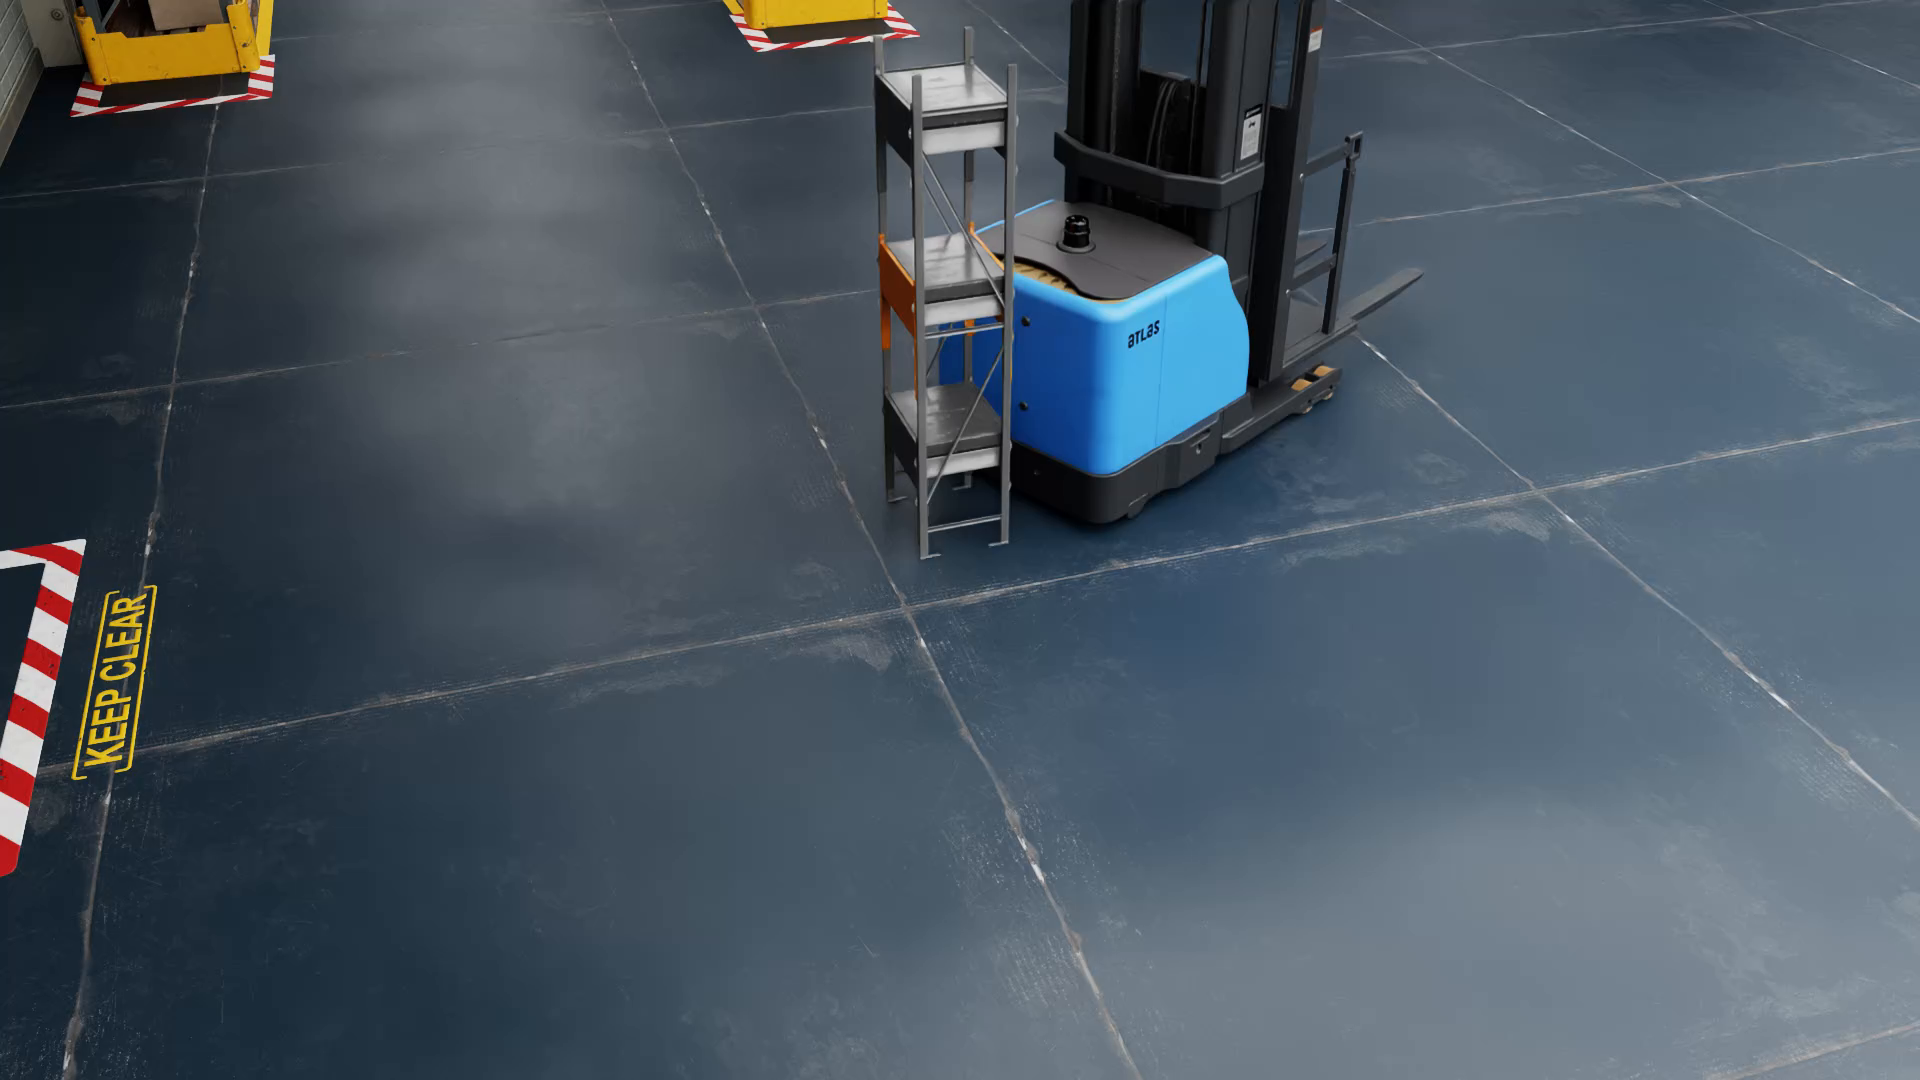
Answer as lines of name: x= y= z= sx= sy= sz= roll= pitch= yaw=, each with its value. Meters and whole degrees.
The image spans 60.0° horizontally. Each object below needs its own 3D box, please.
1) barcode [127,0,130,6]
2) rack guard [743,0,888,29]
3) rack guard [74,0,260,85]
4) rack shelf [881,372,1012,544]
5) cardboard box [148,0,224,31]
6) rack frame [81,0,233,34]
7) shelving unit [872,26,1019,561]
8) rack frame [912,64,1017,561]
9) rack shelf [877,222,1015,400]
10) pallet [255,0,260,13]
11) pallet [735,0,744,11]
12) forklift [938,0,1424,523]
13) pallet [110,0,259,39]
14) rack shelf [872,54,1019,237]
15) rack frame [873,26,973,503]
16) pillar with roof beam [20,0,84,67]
barcode: x=-6.430 y=-4.158 z=12.853 sx=0.001 sy=0.075 sz=0.075 roll=-10 pitch=35 yaw=-15
rack guard: x=-1.194 y=-4.551 z=13.684 sx=1.175 sy=0.500 sz=0.348 roll=-10 pitch=35 yaw=-15
rack guard: x=-5.941 y=-3.769 z=12.500 sx=1.175 sy=0.500 sz=0.348 roll=-10 pitch=35 yaw=-15
rack shelf: x=-0.061 y=-0.358 z=7.182 sx=0.431 sy=0.518 sz=0.480 roll=-11 pitch=35 yaw=-16
cardboard box: x=-6.043 y=-4.212 z=12.943 sx=0.500 sy=0.311 sz=0.500 roll=-14 pitch=36 yaw=-20
rack frame: x=-5.918 y=-4.772 z=11.751 sx=1.000 sy=3.000 sz=0.127 roll=-10 pitch=35 yaw=-15
shelving unit: x=-0.061 y=-0.953 z=6.788 sx=0.431 sy=2.100 sz=0.503 roll=-11 pitch=35 yaw=-16
rack frame: x=0.017 y=-0.826 z=6.596 sx=0.400 sy=2.100 sz=0.015 roll=-11 pitch=35 yaw=-16
rack shelf: x=-0.061 y=-0.942 z=6.796 sx=0.431 sy=0.518 sz=0.480 roll=-11 pitch=35 yaw=-16
pallet: x=-6.524 y=-4.720 z=14.202 sx=1.003 sy=0.211 sz=1.213 roll=-10 pitch=35 yaw=-15
pallet: x=-1.475 y=-4.838 z=14.380 sx=1.003 sy=0.211 sz=1.213 roll=-10 pitch=35 yaw=-15
forklift: x=1.258 y=-2.018 z=7.645 sx=1.130 sy=2.935 sz=3.031 roll=27 pitch=42 yaw=35
pallet: x=-6.155 y=-4.081 z=13.234 sx=1.003 sy=0.211 sz=1.213 roll=-10 pitch=35 yaw=-15
rack shelf: x=-0.061 y=-1.526 z=6.410 sx=0.431 sy=0.518 sz=0.480 roll=-11 pitch=35 yaw=-16
rack frame: x=-0.140 y=-1.081 z=6.981 sx=0.400 sy=2.100 sz=0.015 roll=-11 pitch=35 yaw=-16
pillar with roof beam: x=-2.855 y=-8.221 z=11.528 sx=9.100 sy=9.000 sz=0.400 roll=-10 pitch=35 yaw=-15
